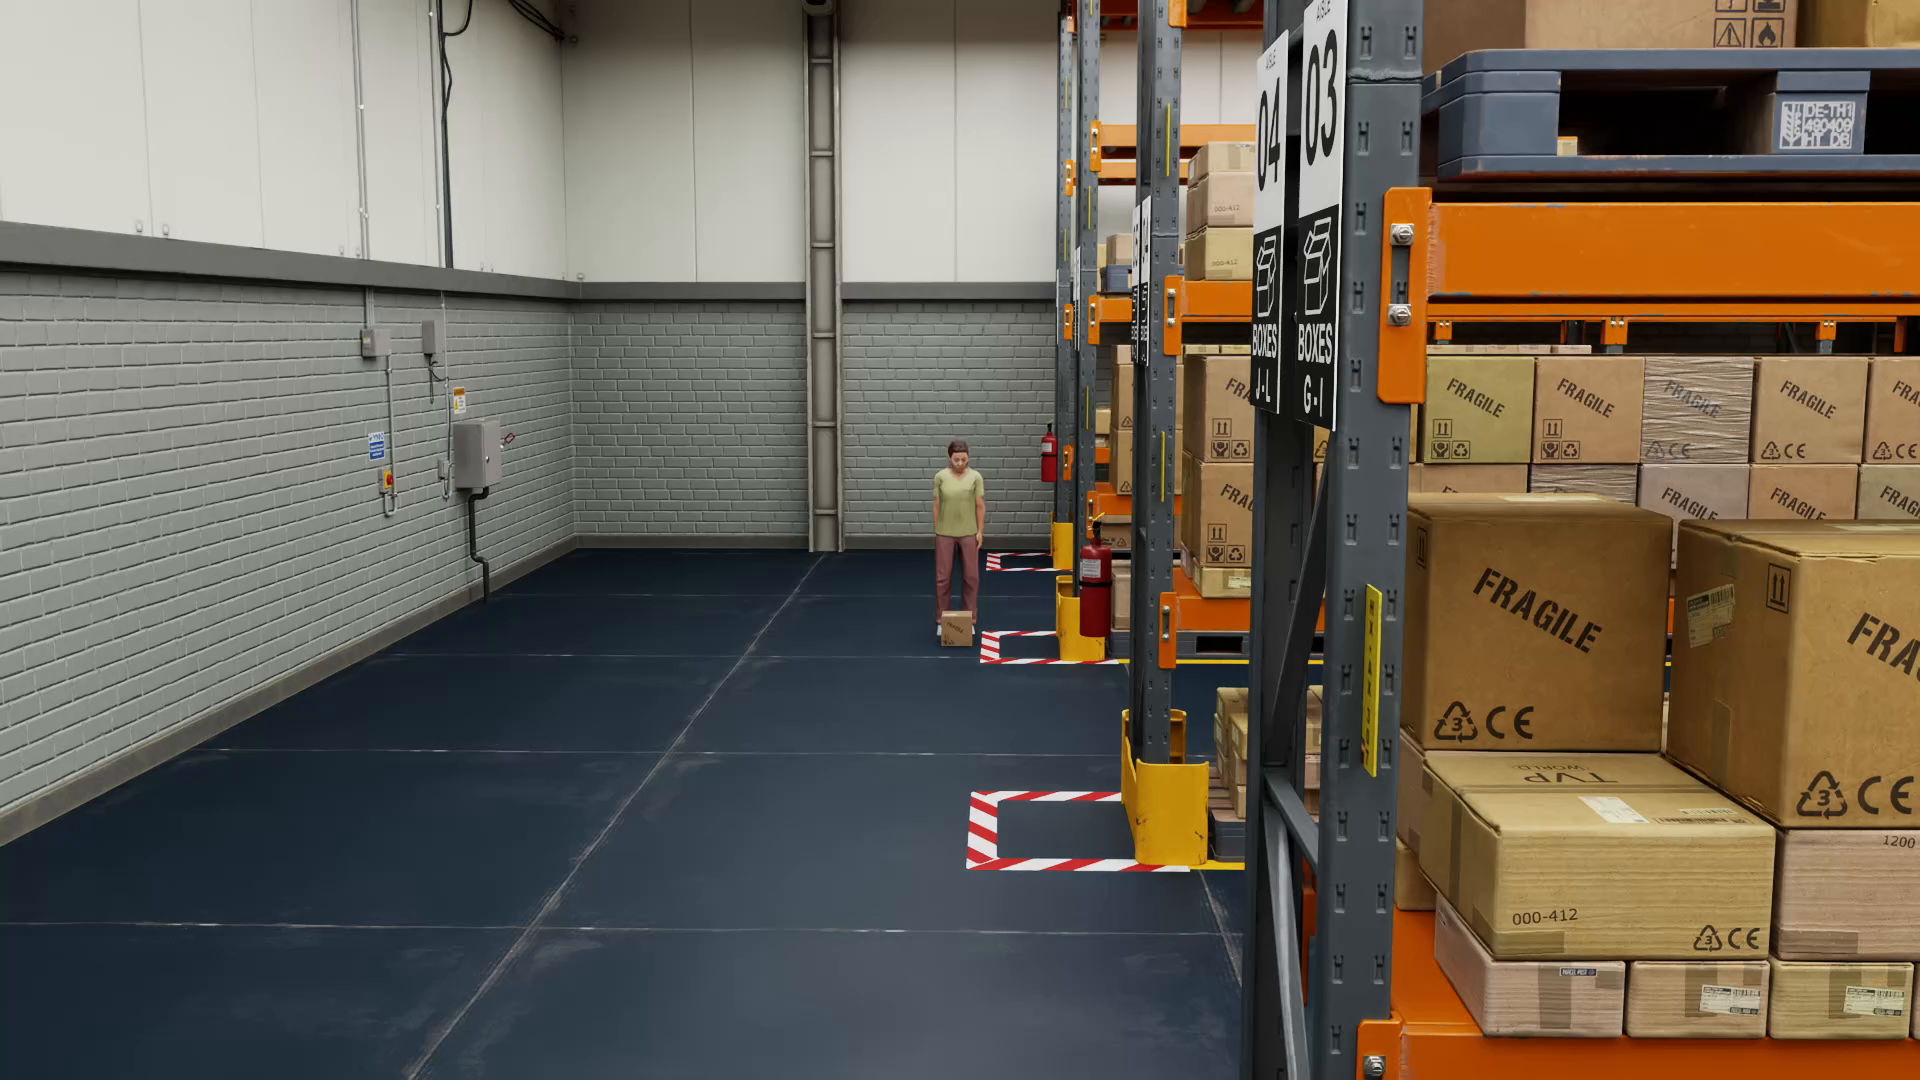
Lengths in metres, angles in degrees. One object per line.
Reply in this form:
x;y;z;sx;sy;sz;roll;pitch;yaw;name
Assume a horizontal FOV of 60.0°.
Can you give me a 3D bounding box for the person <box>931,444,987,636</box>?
-0.007;-0.006;14.059;0.470;1.628;0.387;0;7;0;person
